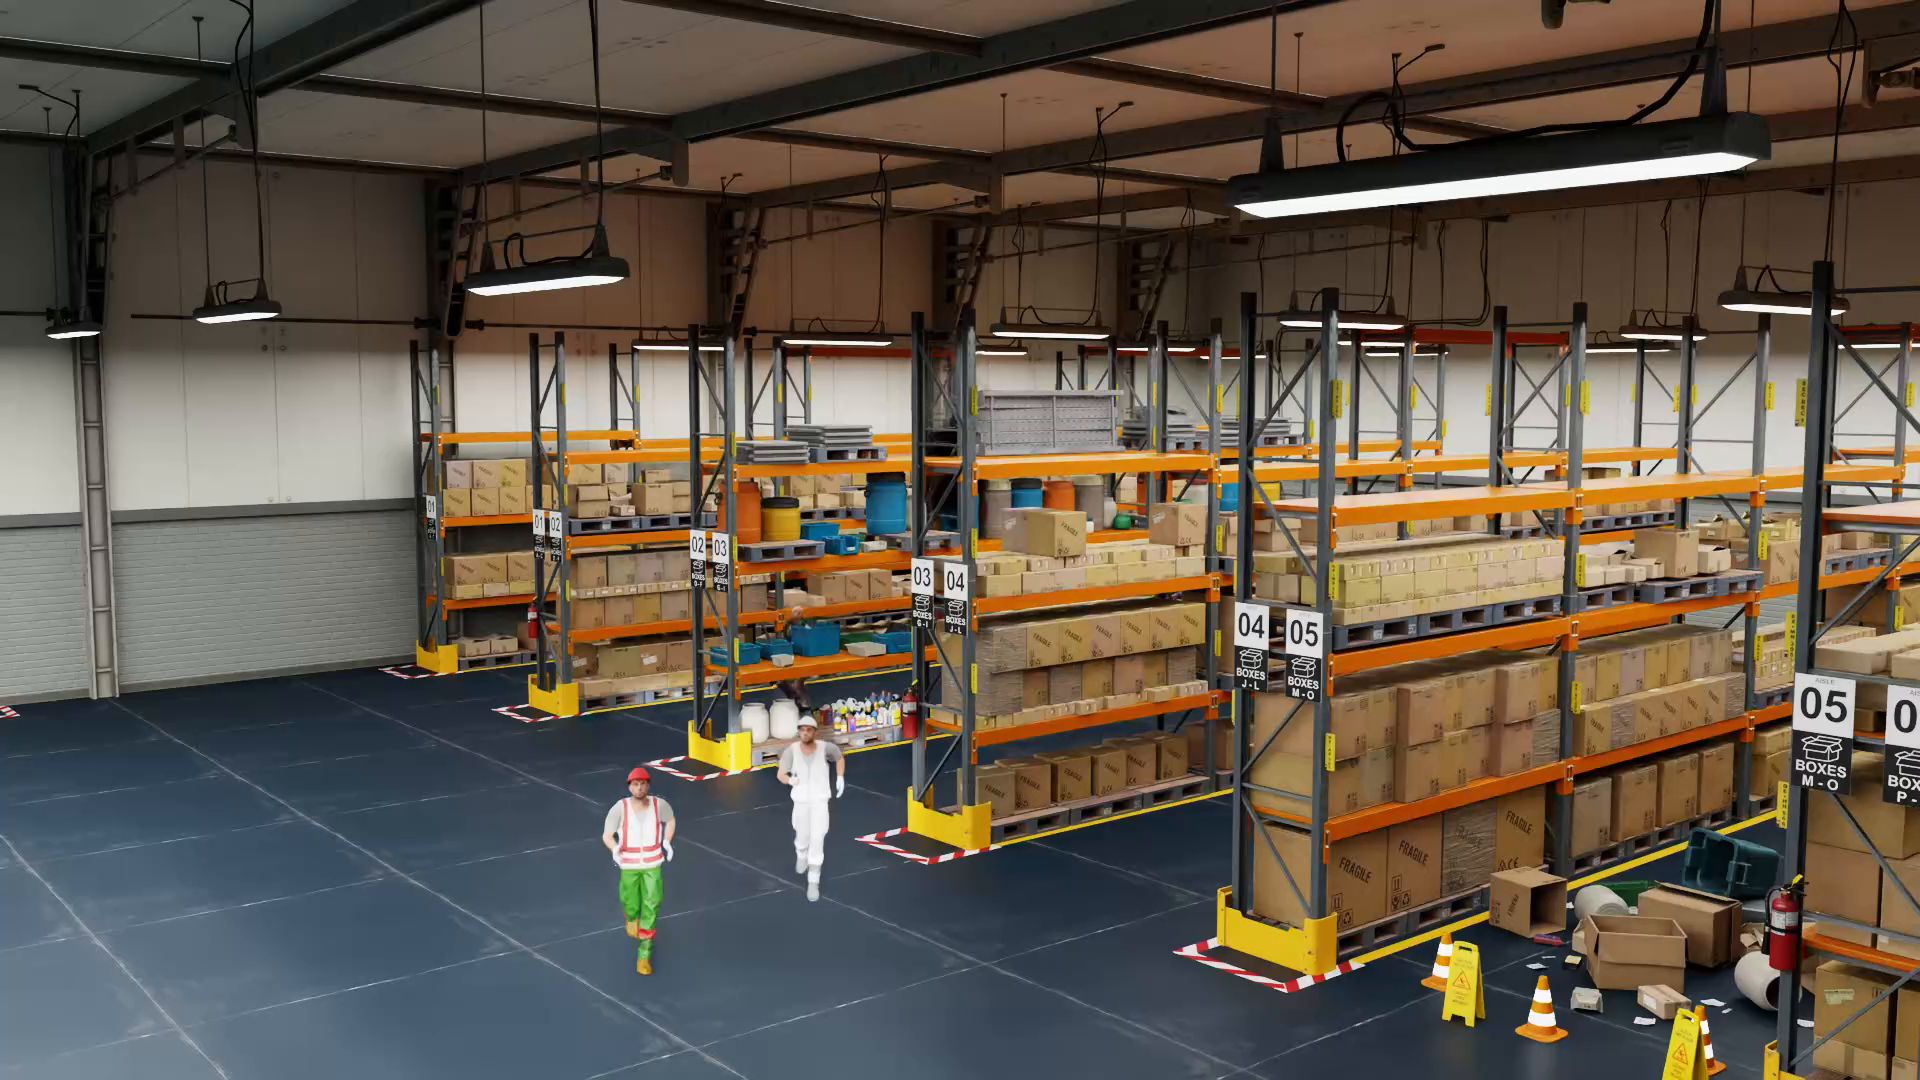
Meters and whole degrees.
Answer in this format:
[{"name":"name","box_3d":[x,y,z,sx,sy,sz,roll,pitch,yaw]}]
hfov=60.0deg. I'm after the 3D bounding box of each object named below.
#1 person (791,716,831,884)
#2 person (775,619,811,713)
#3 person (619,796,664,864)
[{"name":"person","box_3d":[-1.530,2.626,17.131,0.417,1.696,0.830,0,5,1]},{"name":"person","box_3d":[-2.574,1.959,25.857,0.639,1.486,0.606,4,7,40]},{"name":"person","box_3d":[-2.863,2.593,14.785,0.365,0.527,0.194,-1,5,-15]}]
